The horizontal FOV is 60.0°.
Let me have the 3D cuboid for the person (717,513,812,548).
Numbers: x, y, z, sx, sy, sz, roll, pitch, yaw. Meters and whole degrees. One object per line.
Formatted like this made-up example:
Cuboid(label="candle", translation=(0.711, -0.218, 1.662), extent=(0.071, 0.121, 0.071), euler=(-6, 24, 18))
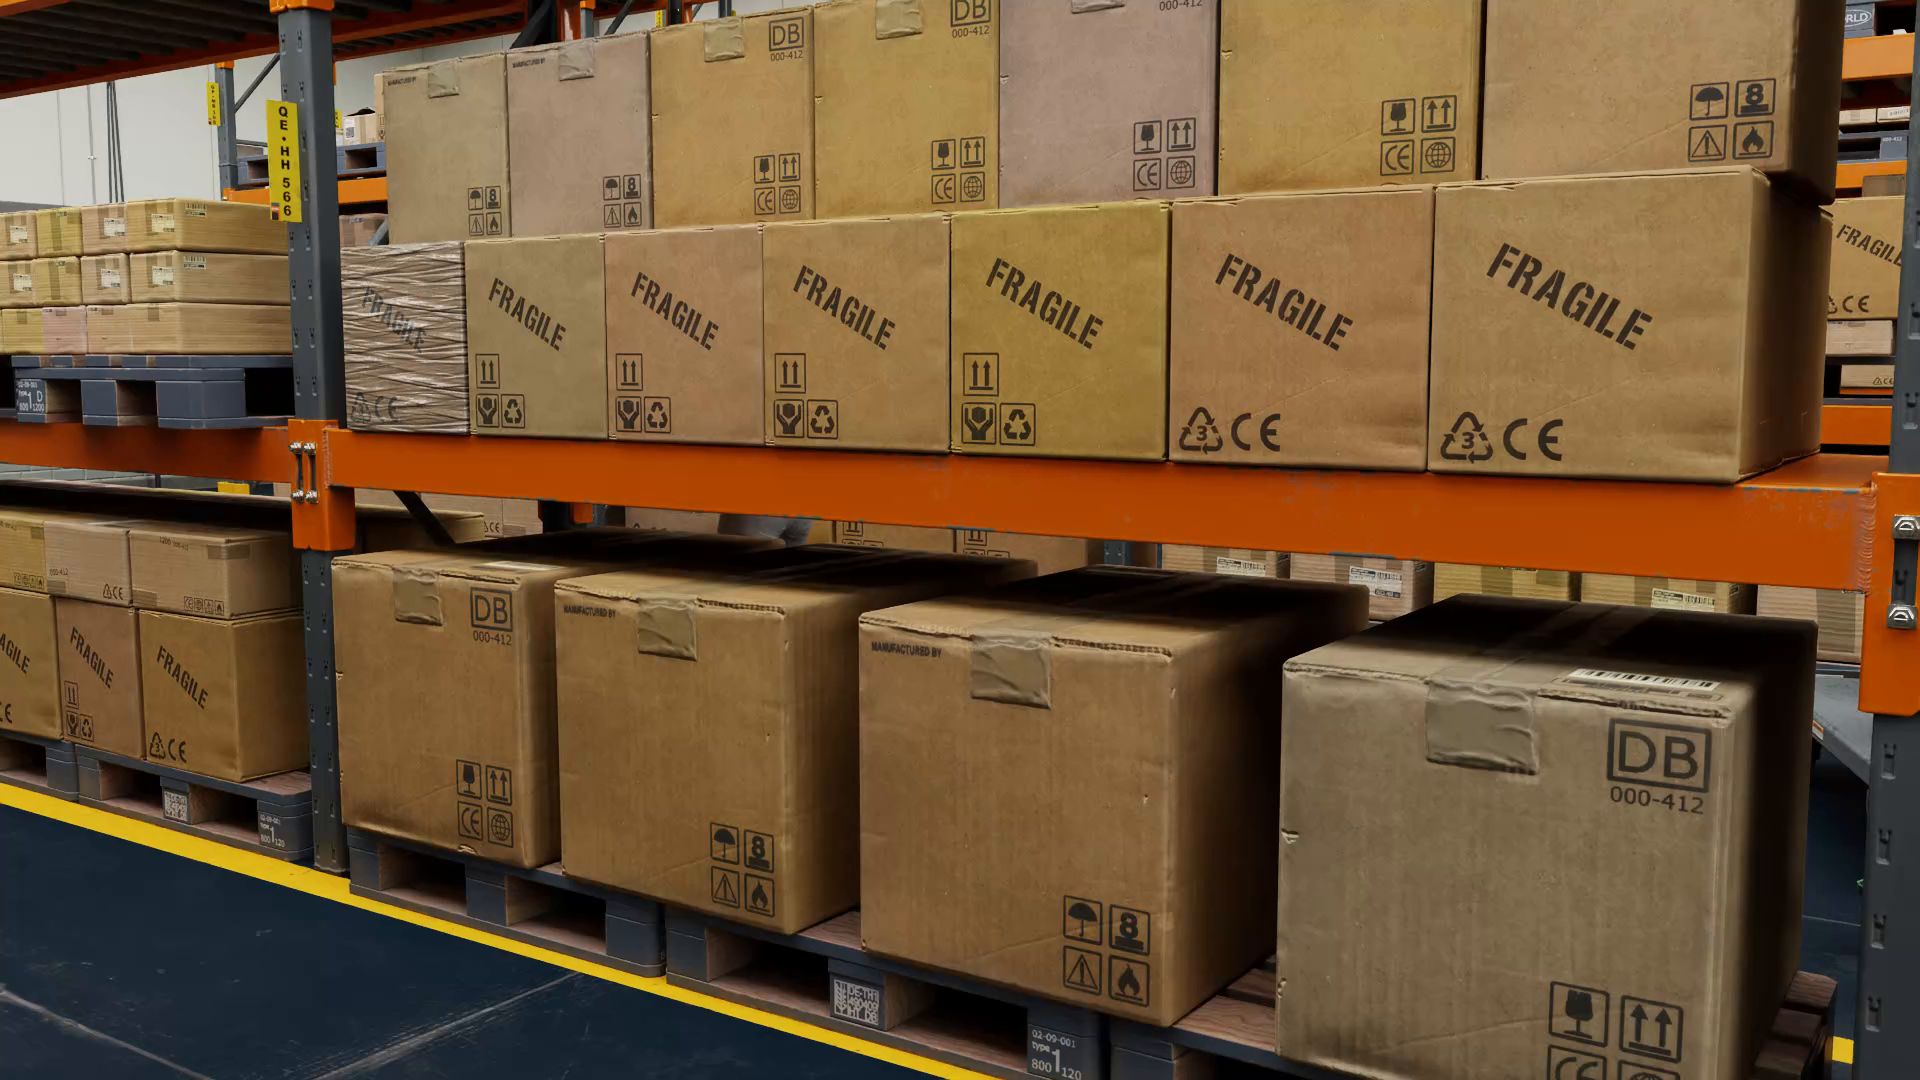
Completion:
Cuboid(label="person", translation=(-0.894, -0.135, 6.923), extent=(0.562, 1.762, 0.494), euler=(4, 8, 34))
